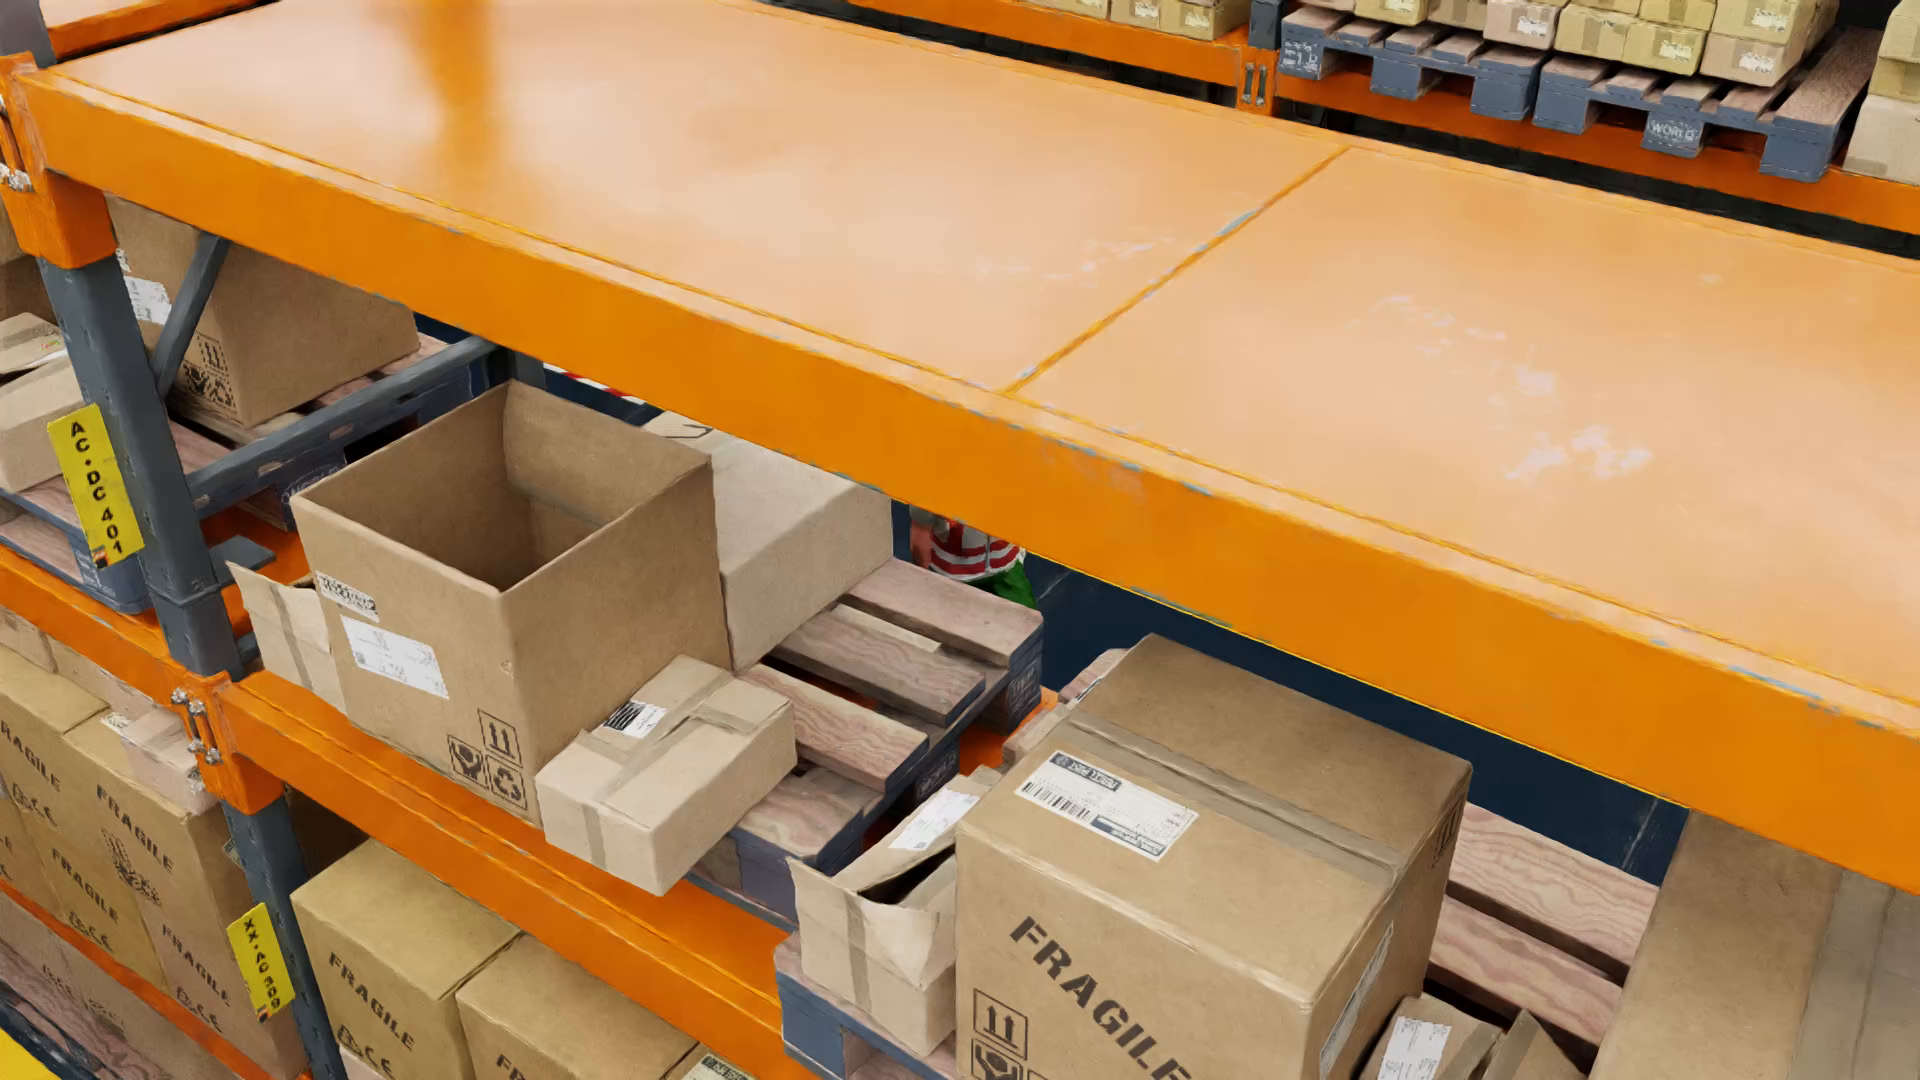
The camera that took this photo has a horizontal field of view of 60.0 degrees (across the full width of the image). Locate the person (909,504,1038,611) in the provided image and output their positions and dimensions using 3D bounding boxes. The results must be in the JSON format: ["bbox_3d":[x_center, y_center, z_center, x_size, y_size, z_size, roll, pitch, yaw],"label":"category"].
[{"bbox_3d":[0.060,0.104,7.110,0.581,1.772,0.497,-13,36,-18],"label":"person"}]
